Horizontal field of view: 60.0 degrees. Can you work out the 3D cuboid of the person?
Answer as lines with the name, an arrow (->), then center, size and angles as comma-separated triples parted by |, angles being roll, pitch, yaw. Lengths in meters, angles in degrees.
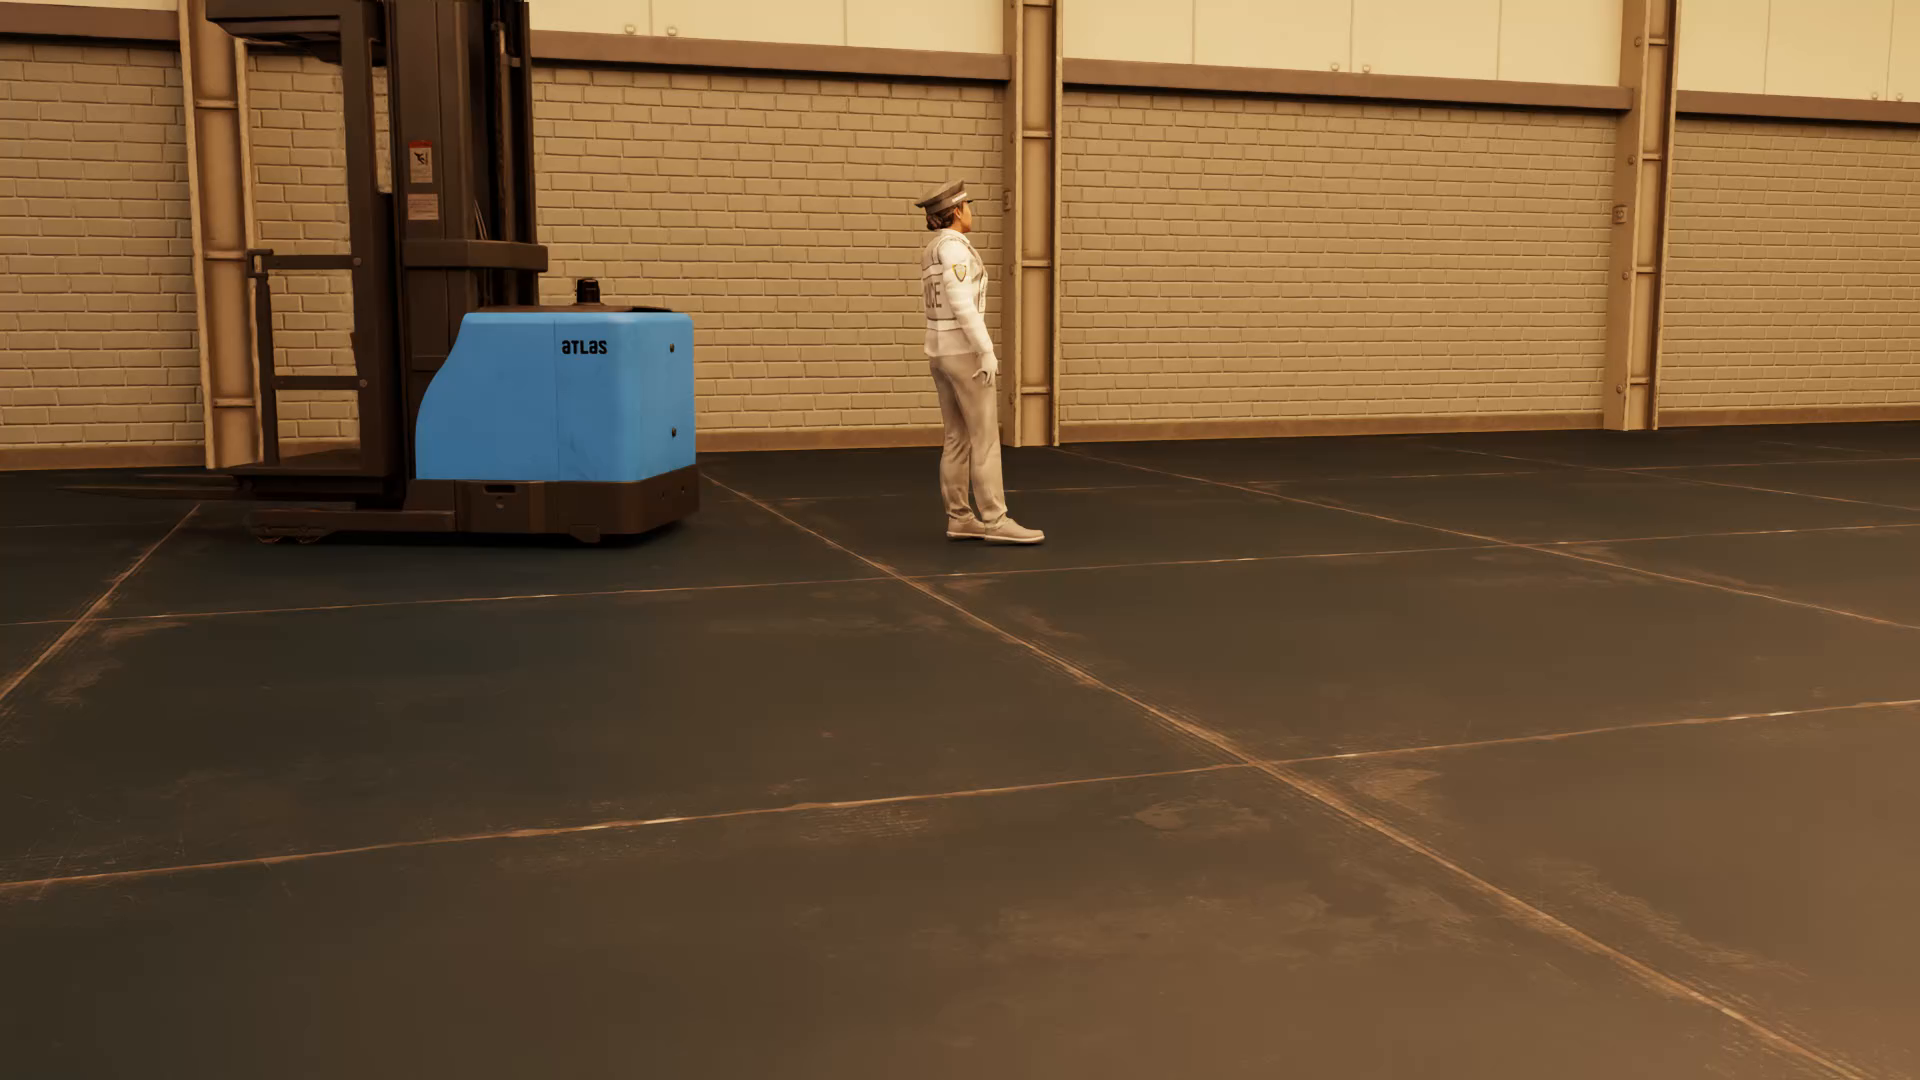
person -> 0.066, -0.849, 7.824 | 0.534, 1.696, 0.587 | -3, 8, -18

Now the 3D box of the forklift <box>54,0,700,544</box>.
forklift -> -2.889, -1.501, 8.086 | 3.031, 2.935, 1.130 | 1, 8, 8
